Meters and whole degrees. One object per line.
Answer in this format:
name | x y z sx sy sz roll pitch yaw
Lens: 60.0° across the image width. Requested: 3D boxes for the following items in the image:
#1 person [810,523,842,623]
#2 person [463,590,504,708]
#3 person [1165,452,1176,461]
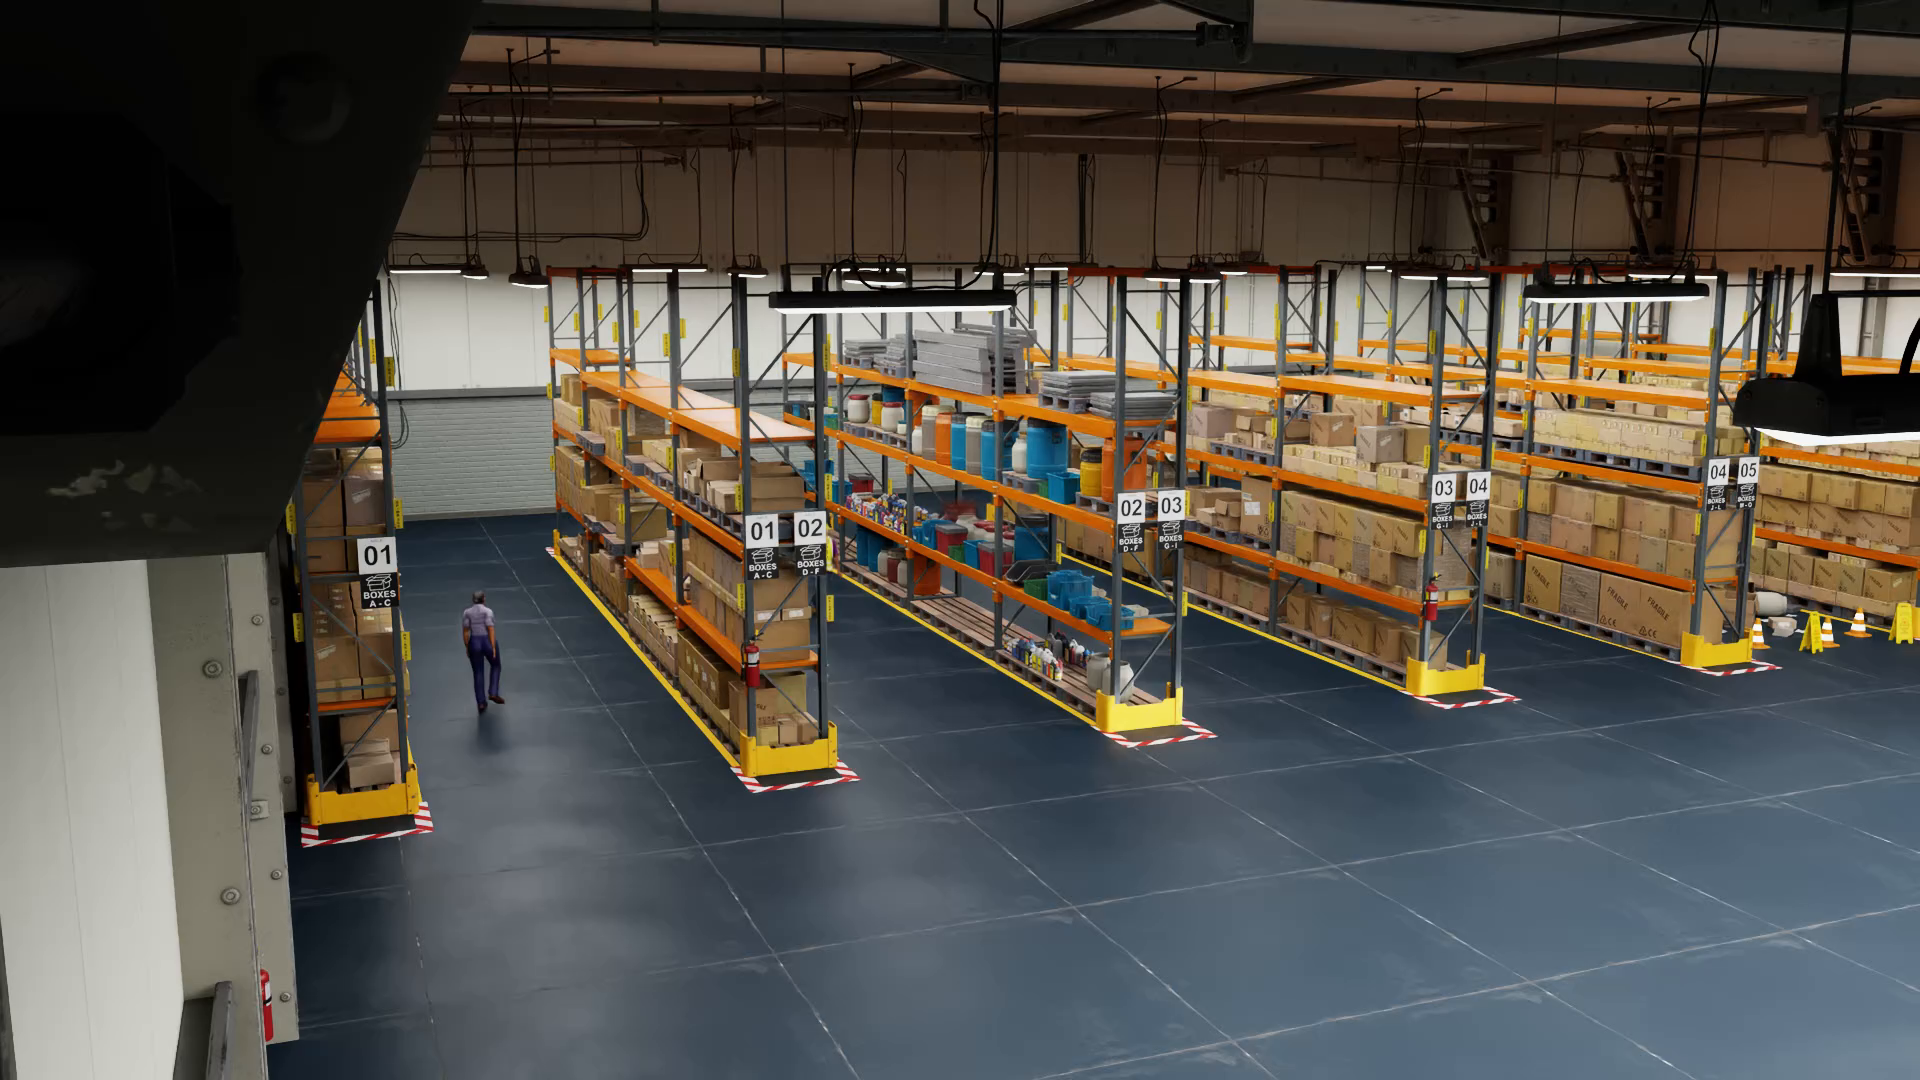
person | -2.366 0.524 28.663 0.619 1.704 1.105 -6 12 -32
person | -6.673 1.525 23.207 0.512 1.653 0.518 -2 10 -9
person | 5.162 -1.681 41.211 1.023 1.755 0.531 -5 11 -27
